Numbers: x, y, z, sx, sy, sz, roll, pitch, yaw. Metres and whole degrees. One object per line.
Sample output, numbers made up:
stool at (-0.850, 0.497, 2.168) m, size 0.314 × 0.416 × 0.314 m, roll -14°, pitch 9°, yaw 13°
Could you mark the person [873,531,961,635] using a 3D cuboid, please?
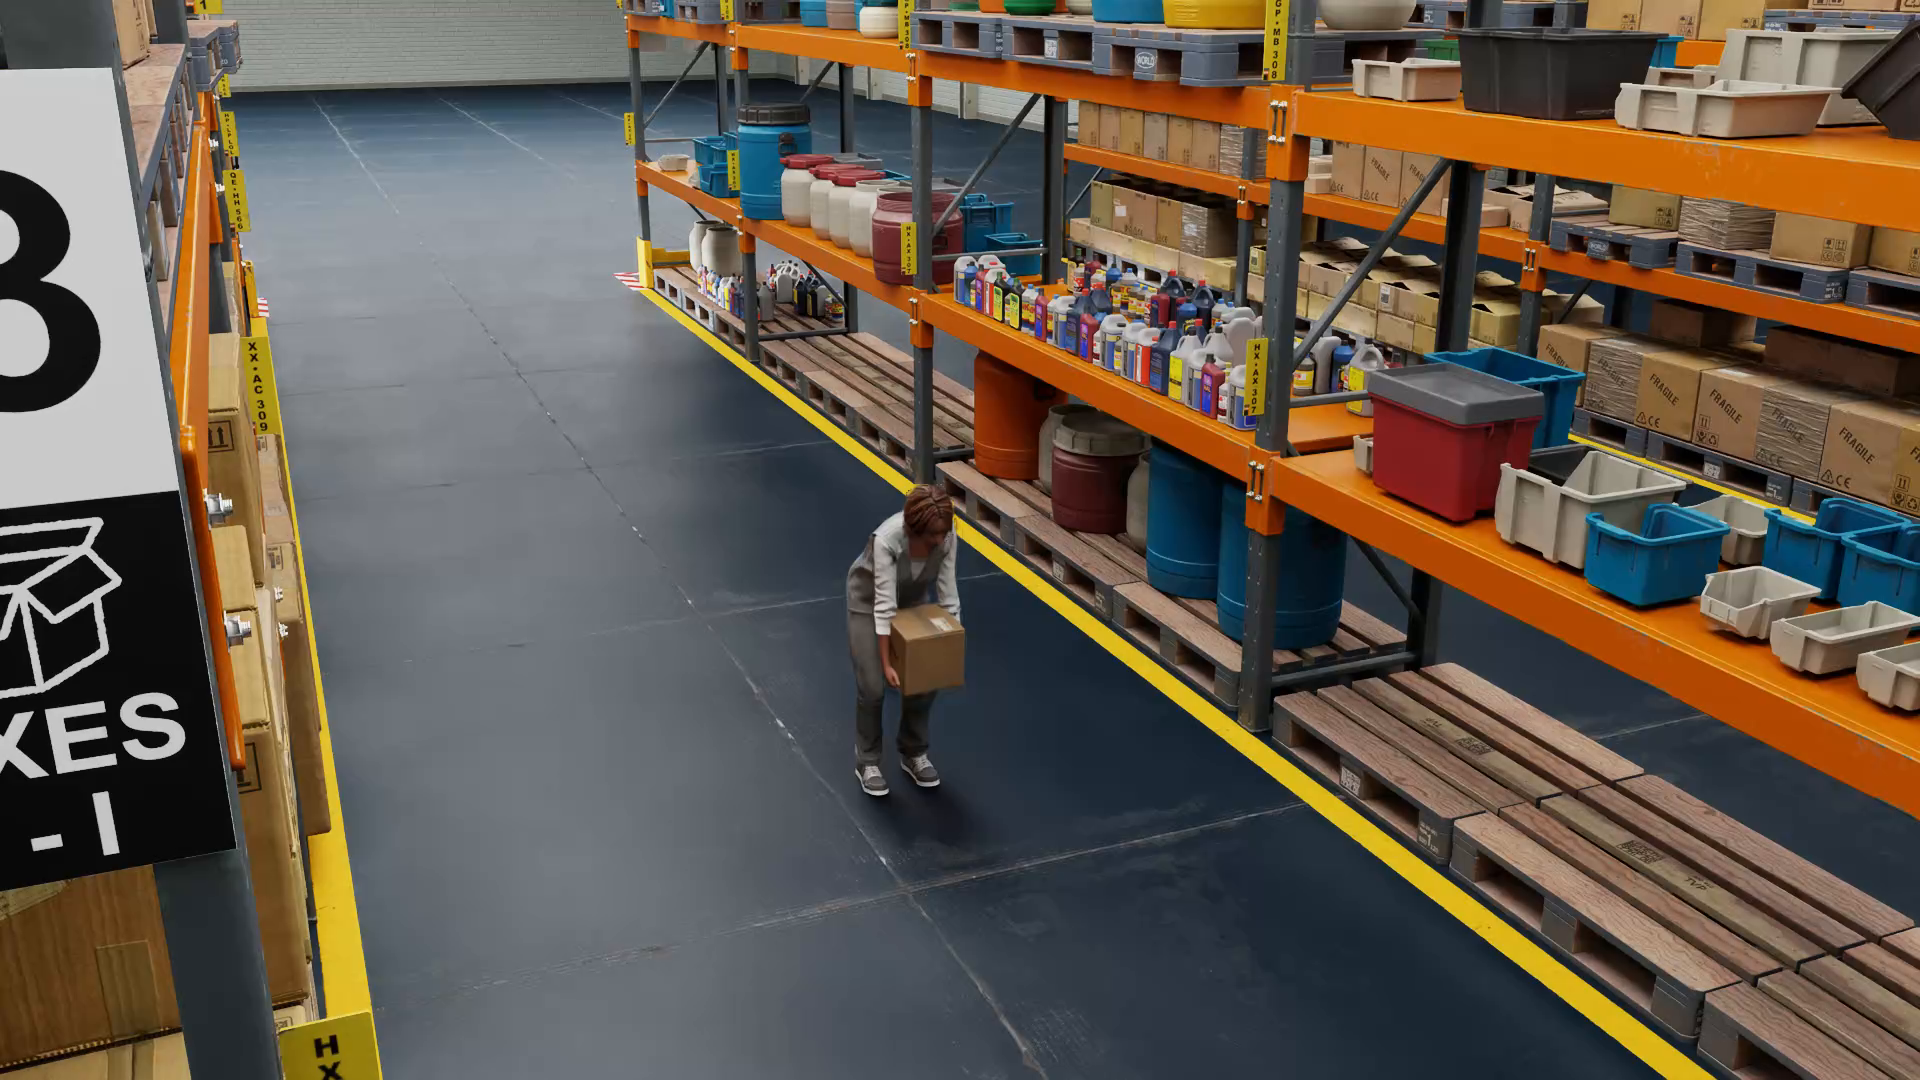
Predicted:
person at (-0.251, 0.094, 6.697) m, size 0.369 × 0.471 × 0.498 m, roll -9°, pitch 21°, yaw -23°
